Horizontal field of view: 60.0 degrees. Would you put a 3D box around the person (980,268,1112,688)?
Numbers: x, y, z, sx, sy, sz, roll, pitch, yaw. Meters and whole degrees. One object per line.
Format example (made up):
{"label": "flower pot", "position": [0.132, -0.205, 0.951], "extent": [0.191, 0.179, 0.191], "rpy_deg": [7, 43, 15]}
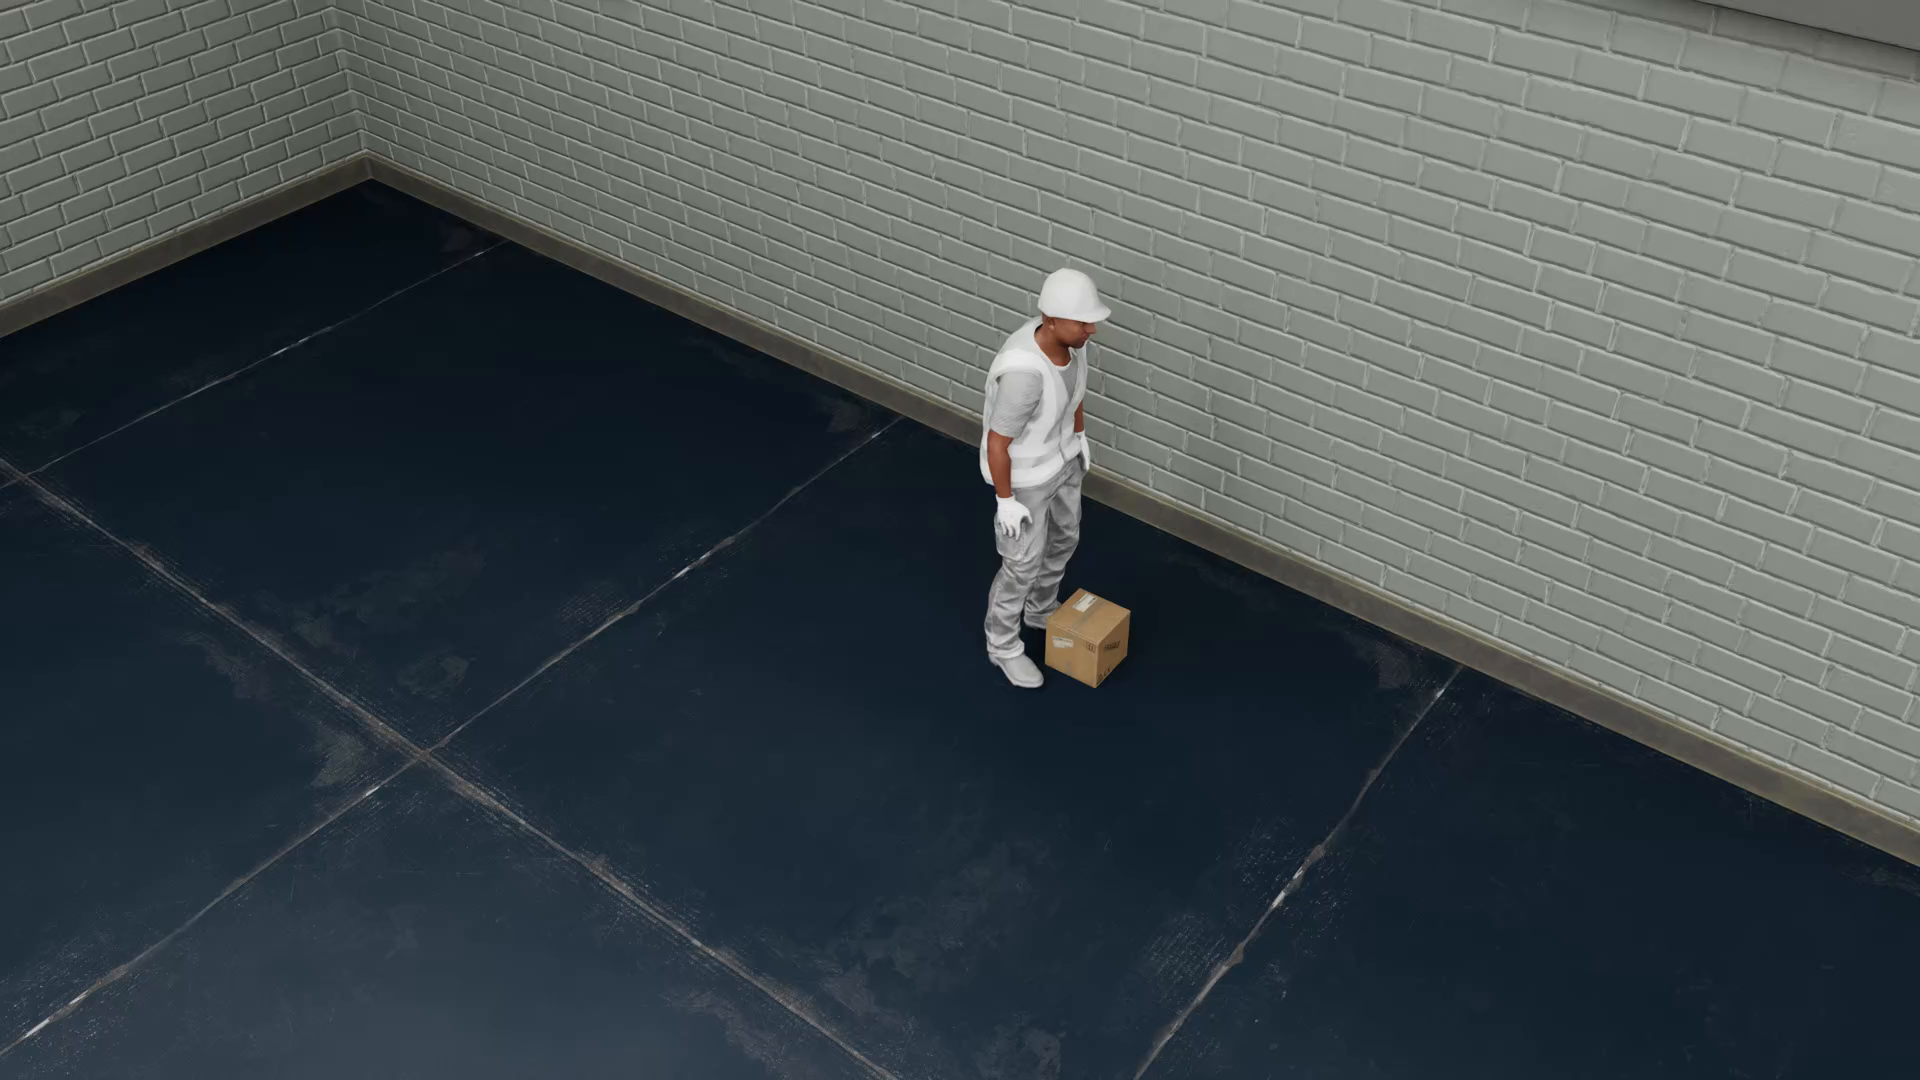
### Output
{"label": "person", "position": [0.323, -0.266, 6.480], "extent": [0.450, 1.772, 0.619], "rpy_deg": [23, 44, 26]}
